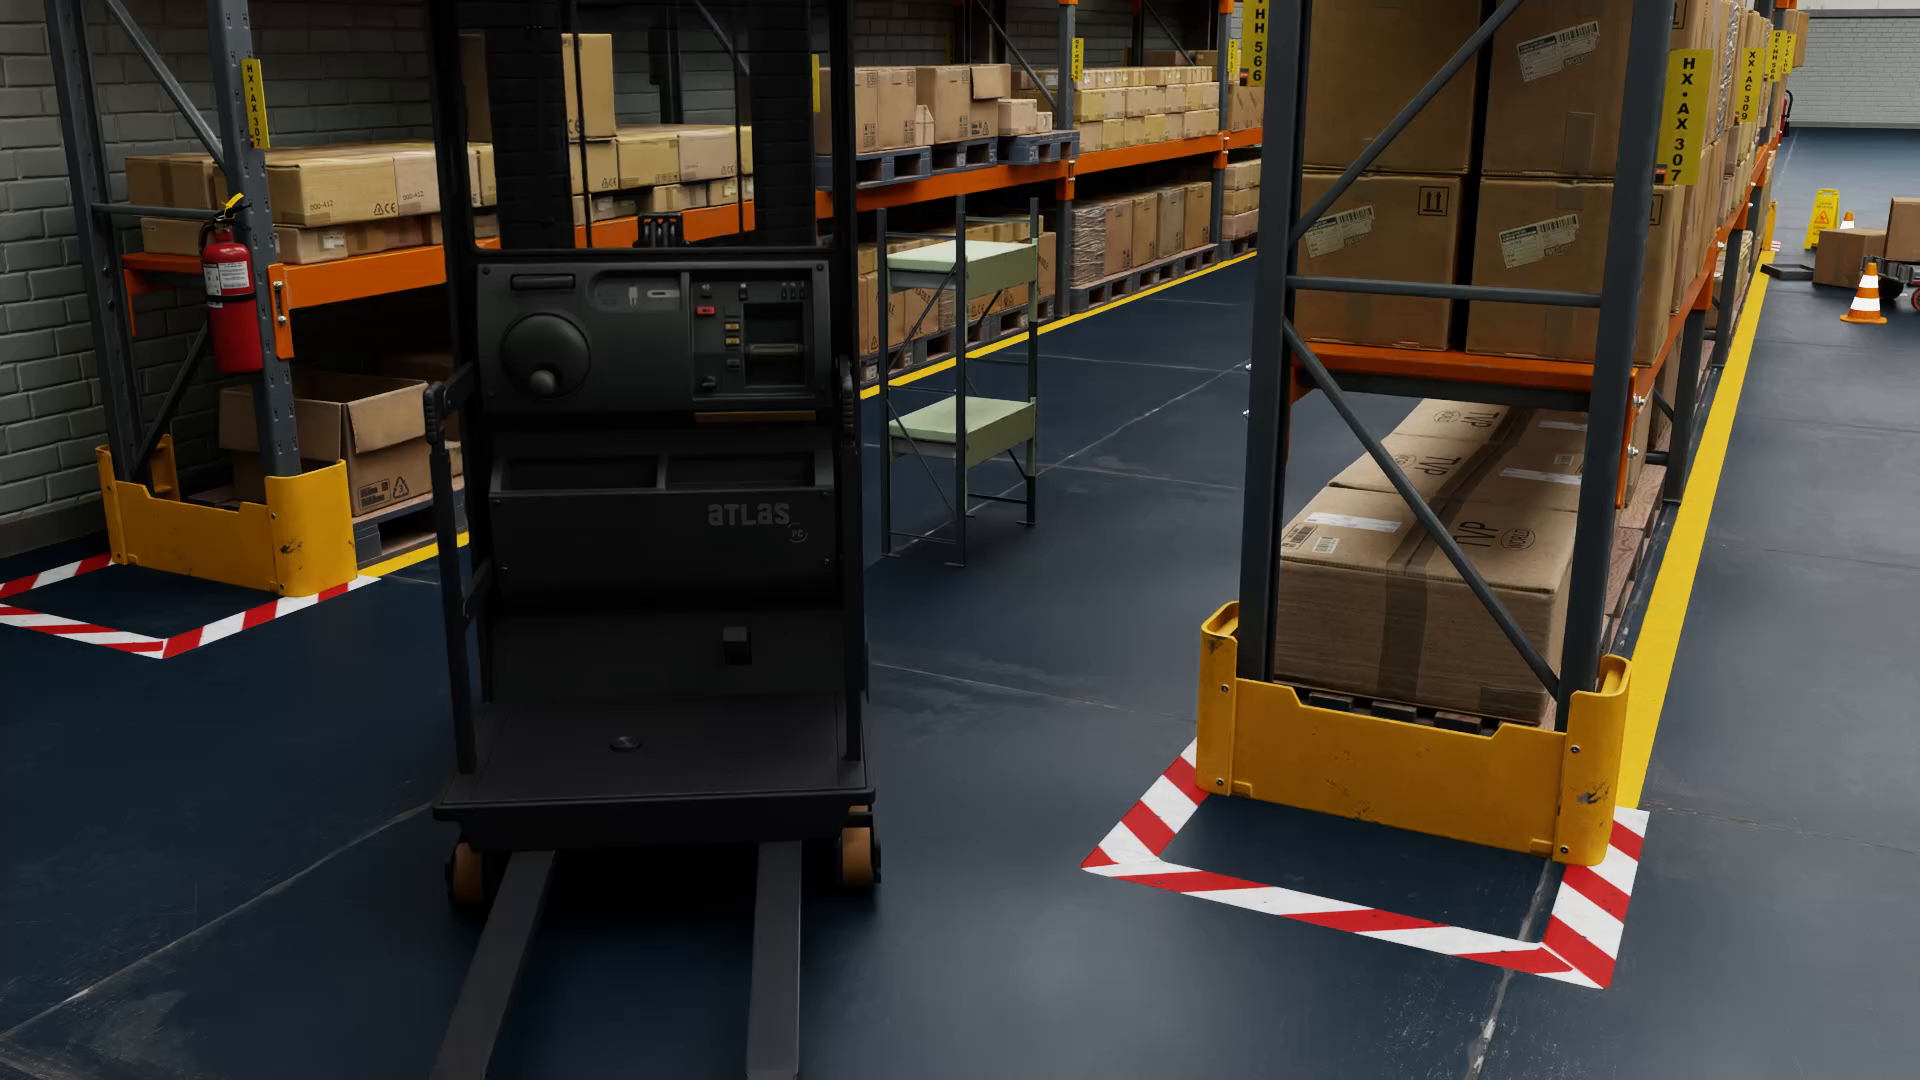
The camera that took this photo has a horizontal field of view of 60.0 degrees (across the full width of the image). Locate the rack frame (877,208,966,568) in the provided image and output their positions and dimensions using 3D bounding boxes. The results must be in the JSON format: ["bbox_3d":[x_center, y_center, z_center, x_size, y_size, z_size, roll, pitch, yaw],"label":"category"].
[{"bbox_3d":[-0.161,-0.627,7.003,0.400,1.500,0.023,8,18,25],"label":"rack frame"}]

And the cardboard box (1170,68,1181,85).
[{"bbox_3d":[1.838,-4.330,15.521,0.380,0.149,0.250,8,18,24],"label":"cardboard box"}]

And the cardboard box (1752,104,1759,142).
[{"bbox_3d":[4.885,-2.716,10.785,0.500,0.250,0.500,8,18,25],"label":"cardboard box"}]

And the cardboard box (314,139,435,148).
[{"bbox_3d":[-2.718,-1.775,7.972,0.500,0.250,0.500,9,19,27],"label":"cardboard box"}]

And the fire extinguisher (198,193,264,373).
[{"bbox_3d":[-2.795,-0.984,6.361,0.296,0.674,0.183,8,18,25],"label":"fire extinguisher"}]

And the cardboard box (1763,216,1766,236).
[{"bbox_3d":[8.090,-3.254,17.302,0.500,0.250,0.500,8,18,26],"label":"cardboard box"}]

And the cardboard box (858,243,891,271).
[{"bbox_3d":[-0.688,-1.906,11.185,0.380,0.149,0.250,8,18,24],"label":"cardboard box"}]

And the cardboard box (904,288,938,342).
[{"bbox_3d":[-0.482,-1.676,11.553,0.500,0.500,0.500,8,18,24],"label":"cardboard box"}]

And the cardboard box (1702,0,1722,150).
[{"bbox_3d":[2.217,-1.544,5.522,0.500,0.500,0.500,8,18,25],"label":"cardboard box"}]

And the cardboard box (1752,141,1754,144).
[{"bbox_3d":[4.881,-2.470,10.835,0.500,0.250,0.500,7,18,23],"label":"cardboard box"}]

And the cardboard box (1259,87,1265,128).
[{"bbox_3d":[3.094,-4.745,18.055,0.500,0.500,0.500,8,18,25],"label":"cardboard box"}]

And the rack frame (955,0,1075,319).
[{"bbox_3d":[0.432,-3.334,13.482,1.000,3.000,0.127,8,18,25],"label":"rack frame"}]

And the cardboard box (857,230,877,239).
[{"bbox_3d":[-0.768,-2.155,12.026,0.380,0.149,0.250,7,18,23],"label":"cardboard box"}]

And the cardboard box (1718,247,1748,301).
[{"bbox_3d":[5.802,-2.169,13.437,0.950,0.372,0.625,9,19,27],"label":"cardboard box"}]

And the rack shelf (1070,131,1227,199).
[{"bbox_3d":[1.326,-3.499,15.299,1.077,0.370,4.000,8,18,25],"label":"rack shelf"}]

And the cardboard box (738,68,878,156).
[{"bbox_3d":[-0.939,-2.659,10.296,0.700,0.500,0.500,9,19,27],"label":"cardboard box"}]

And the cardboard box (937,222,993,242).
[{"bbox_3d":[0.028,-2.294,12.492,0.380,0.149,0.250,9,19,27],"label":"cardboard box"}]

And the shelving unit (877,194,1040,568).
[{"bbox_3d":[0.003,-0.721,7.317,0.431,1.500,0.755,8,18,25],"label":"shelving unit"}]

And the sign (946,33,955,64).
[{"bbox_3d":[-0.066,-3.959,13.552,0.100,0.325,0.005,8,18,25],"label":"sign"}]

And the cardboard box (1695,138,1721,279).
[{"bbox_3d":[2.672,-1.320,6.526,0.500,0.500,0.500,8,18,25],"label":"cardboard box"}]

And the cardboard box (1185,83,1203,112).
[{"bbox_3d":[2.005,-4.231,15.887,0.500,0.250,0.500,8,18,24],"label":"cardboard box"}]

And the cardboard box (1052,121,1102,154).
[{"bbox_3d":[0.849,-3.344,13.779,0.500,0.250,0.500,8,18,26],"label":"cardboard box"}]

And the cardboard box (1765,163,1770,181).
[{"bbox_3d":[7.276,-3.416,15.393,0.380,0.149,0.250,8,18,26],"label":"cardboard box"}]

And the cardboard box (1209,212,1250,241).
[{"bbox_3d":[2.732,-3.317,17.517,0.500,0.250,0.500,8,18,26],"label":"cardboard box"}]

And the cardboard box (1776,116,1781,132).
[{"bbox_3d":[8.238,-4.288,17.134,0.380,0.149,0.250,8,19,26],"label":"cardboard box"}]

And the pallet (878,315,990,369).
[{"bbox_3d":[-0.482,-1.502,12.212,1.003,0.211,1.213,8,18,25],"label":"pallet"}]

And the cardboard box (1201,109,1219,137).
[{"bbox_3d":[2.228,-4.120,16.389,0.500,0.250,0.500,9,19,27],"label":"cardboard box"}]

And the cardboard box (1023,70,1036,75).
[{"bbox_3d":[0.413,-3.883,14.013,0.380,0.149,0.250,9,19,27],"label":"cardboard box"}]

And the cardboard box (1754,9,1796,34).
[{"bbox_3d":[7.052,-4.477,14.875,0.700,0.500,0.500,8,18,25],"label":"cardboard box"}]

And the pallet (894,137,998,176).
[{"bbox_3d":[-0.433,-2.746,11.839,1.003,0.211,1.213,8,18,25],"label":"pallet"}]

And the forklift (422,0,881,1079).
[{"bbox_3d":[-0.794,-0.555,4.246,1.130,2.935,3.031,-1,17,-5],"label":"forklift"}]

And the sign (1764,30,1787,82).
[{"bbox_3d":[5.372,-3.189,10.959,0.100,0.325,0.005,8,18,25],"label":"sign"}]

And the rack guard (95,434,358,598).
[{"bbox_3d":[-3.109,-0.118,7.042,1.175,0.500,0.348,8,18,25],"label":"rack guard"}]

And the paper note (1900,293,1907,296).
[{"bbox_3d":[8.425,-2.217,14.936,0.148,0.019,0.142,8,18,25],"label":"paper note"}]

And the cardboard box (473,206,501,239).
[{"bbox_3d":[-2.310,-1.492,7.720,0.380,0.149,0.250,8,19,26],"label":"cardboard box"}]

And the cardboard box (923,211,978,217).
[{"bbox_3d":[-0.080,-2.555,13.372,0.380,0.149,0.250,9,19,28],"label":"cardboard box"}]

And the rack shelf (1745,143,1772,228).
[{"bbox_3d":[5.768,-2.868,13.176,1.077,0.370,4.000,8,18,25],"label":"rack shelf"}]

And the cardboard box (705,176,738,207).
[{"bbox_3d":[-1.463,-1.943,9.240,0.380,0.149,0.250,9,19,27],"label":"cardboard box"}]

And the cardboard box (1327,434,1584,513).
[{"bbox_3d":[1.906,-0.054,6.200,0.875,0.438,0.875,9,19,27],"label":"cardboard box"}]

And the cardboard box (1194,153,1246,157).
[{"bbox_3d":[2.934,-4.253,18.910,0.500,0.250,0.500,8,18,24],"label":"cardboard box"}]

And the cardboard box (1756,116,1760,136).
[{"bbox_3d":[5.647,-3.043,12.204,0.380,0.149,0.250,8,18,26],"label":"cardboard box"}]

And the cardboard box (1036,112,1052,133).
[{"bbox_3d":[0.482,-3.199,12.730,0.380,0.149,0.250,8,19,26],"label":"cardboard box"}]

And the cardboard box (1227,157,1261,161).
[{"bbox_3d":[3.166,-4.056,18.248,0.500,0.250,0.500,9,19,27],"label":"cardboard box"}]

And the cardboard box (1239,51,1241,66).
[{"bbox_3d":[2.769,-5.042,17.395,0.380,0.149,0.250,8,18,24],"label":"cardboard box"}]

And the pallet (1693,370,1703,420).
[{"bbox_3d":[3.908,-0.866,10.070,1.003,0.211,1.213,8,18,25],"label":"pallet"}]

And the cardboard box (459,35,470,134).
[{"bbox_3d":[-2.259,-2.400,8.760,0.500,0.500,0.500,8,18,24],"label":"cardboard box"}]

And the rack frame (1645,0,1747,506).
[{"bbox_3d":[3.087,-1.685,7.928,1.000,3.000,0.127,8,18,25],"label":"rack frame"}]

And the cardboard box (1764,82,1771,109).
[{"bbox_3d":[6.204,-3.710,13.312,0.500,0.500,0.500,9,19,27],"label":"cardboard box"}]

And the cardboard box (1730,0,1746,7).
[{"bbox_3d":[3.234,-2.404,7.279,0.380,0.149,0.250,8,18,24],"label":"cardboard box"}]

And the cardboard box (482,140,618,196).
[{"bbox_3d":[-2.041,-1.839,8.190,0.500,0.250,0.500,8,18,24],"label":"cardboard box"}]

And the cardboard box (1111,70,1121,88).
[{"bbox_3d":[1.153,-3.942,14.213,0.380,0.149,0.250,8,18,26],"label":"cardboard box"}]
